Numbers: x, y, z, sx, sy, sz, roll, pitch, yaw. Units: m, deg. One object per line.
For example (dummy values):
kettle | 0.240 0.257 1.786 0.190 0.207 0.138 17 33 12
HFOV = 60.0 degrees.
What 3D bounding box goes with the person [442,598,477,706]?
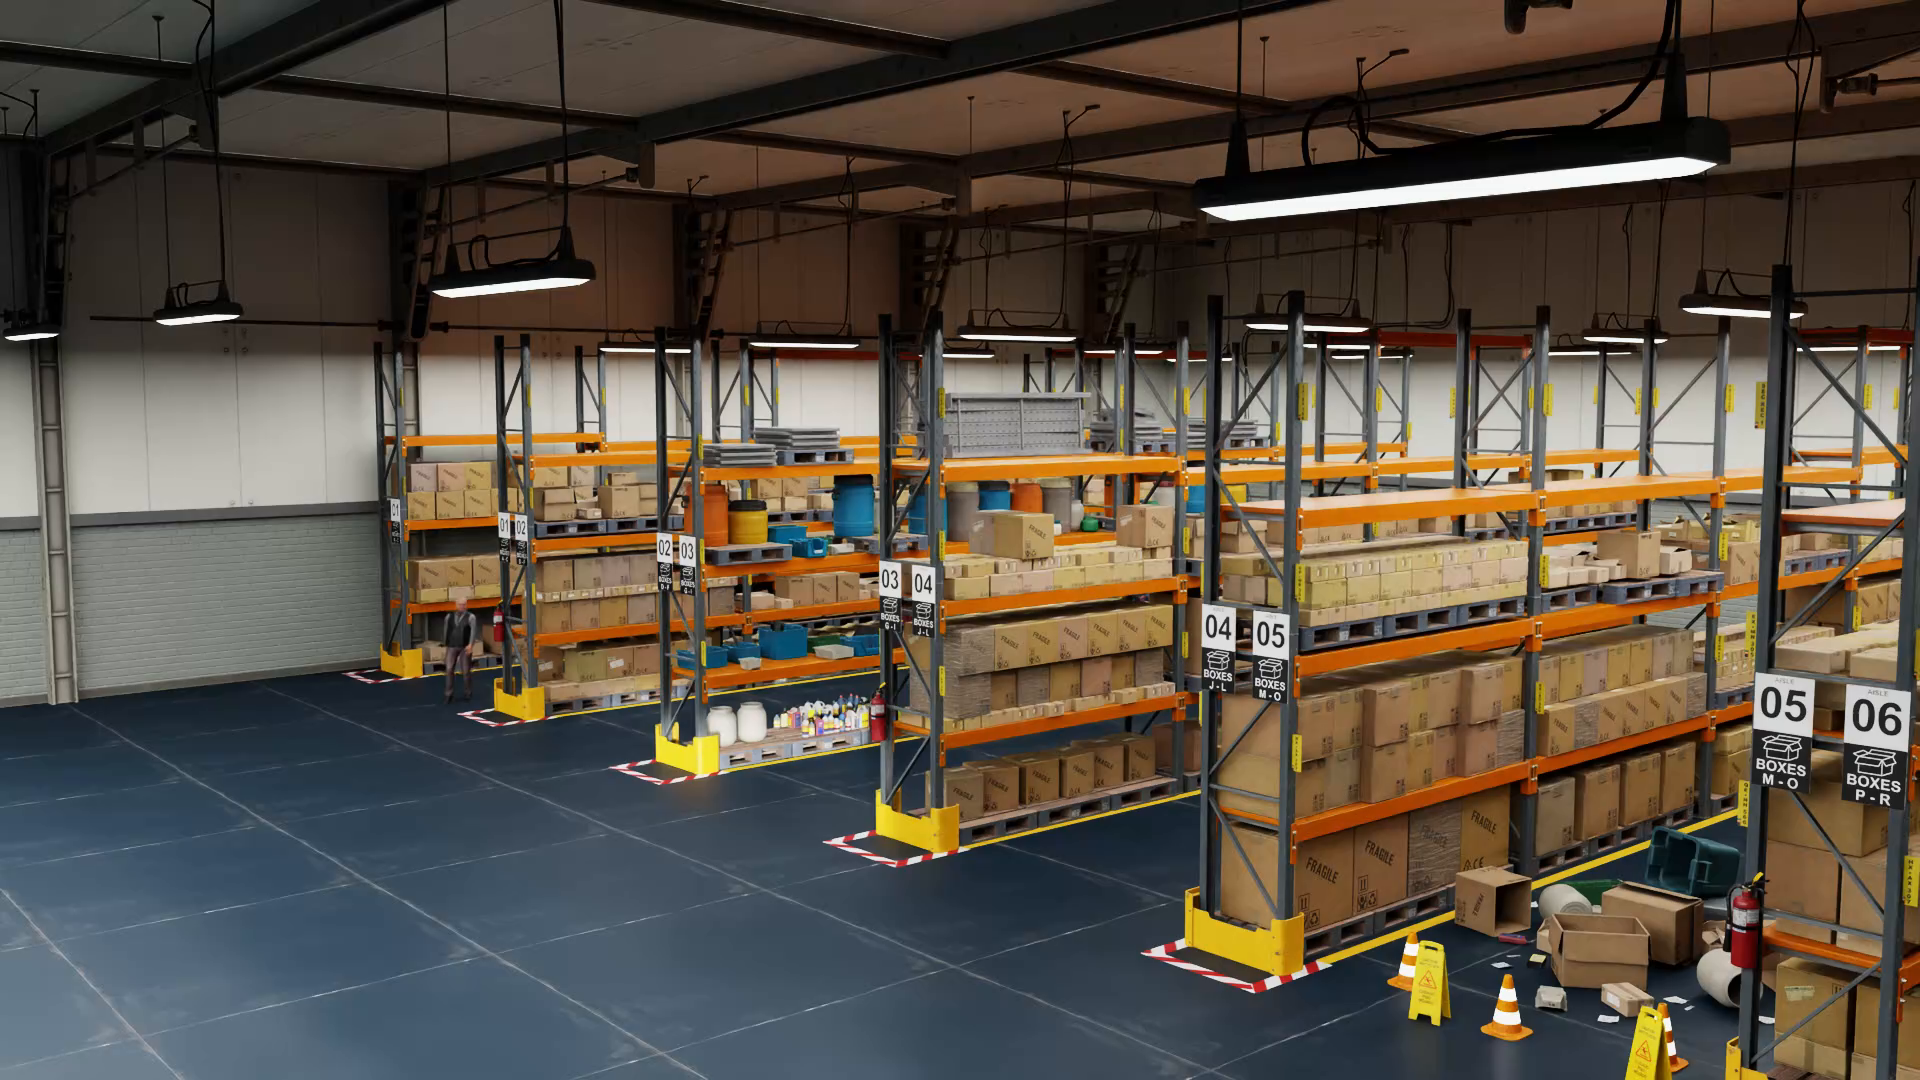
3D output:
person | -8.300 1.829 27.468 0.537 1.727 0.733 0 5 -4
